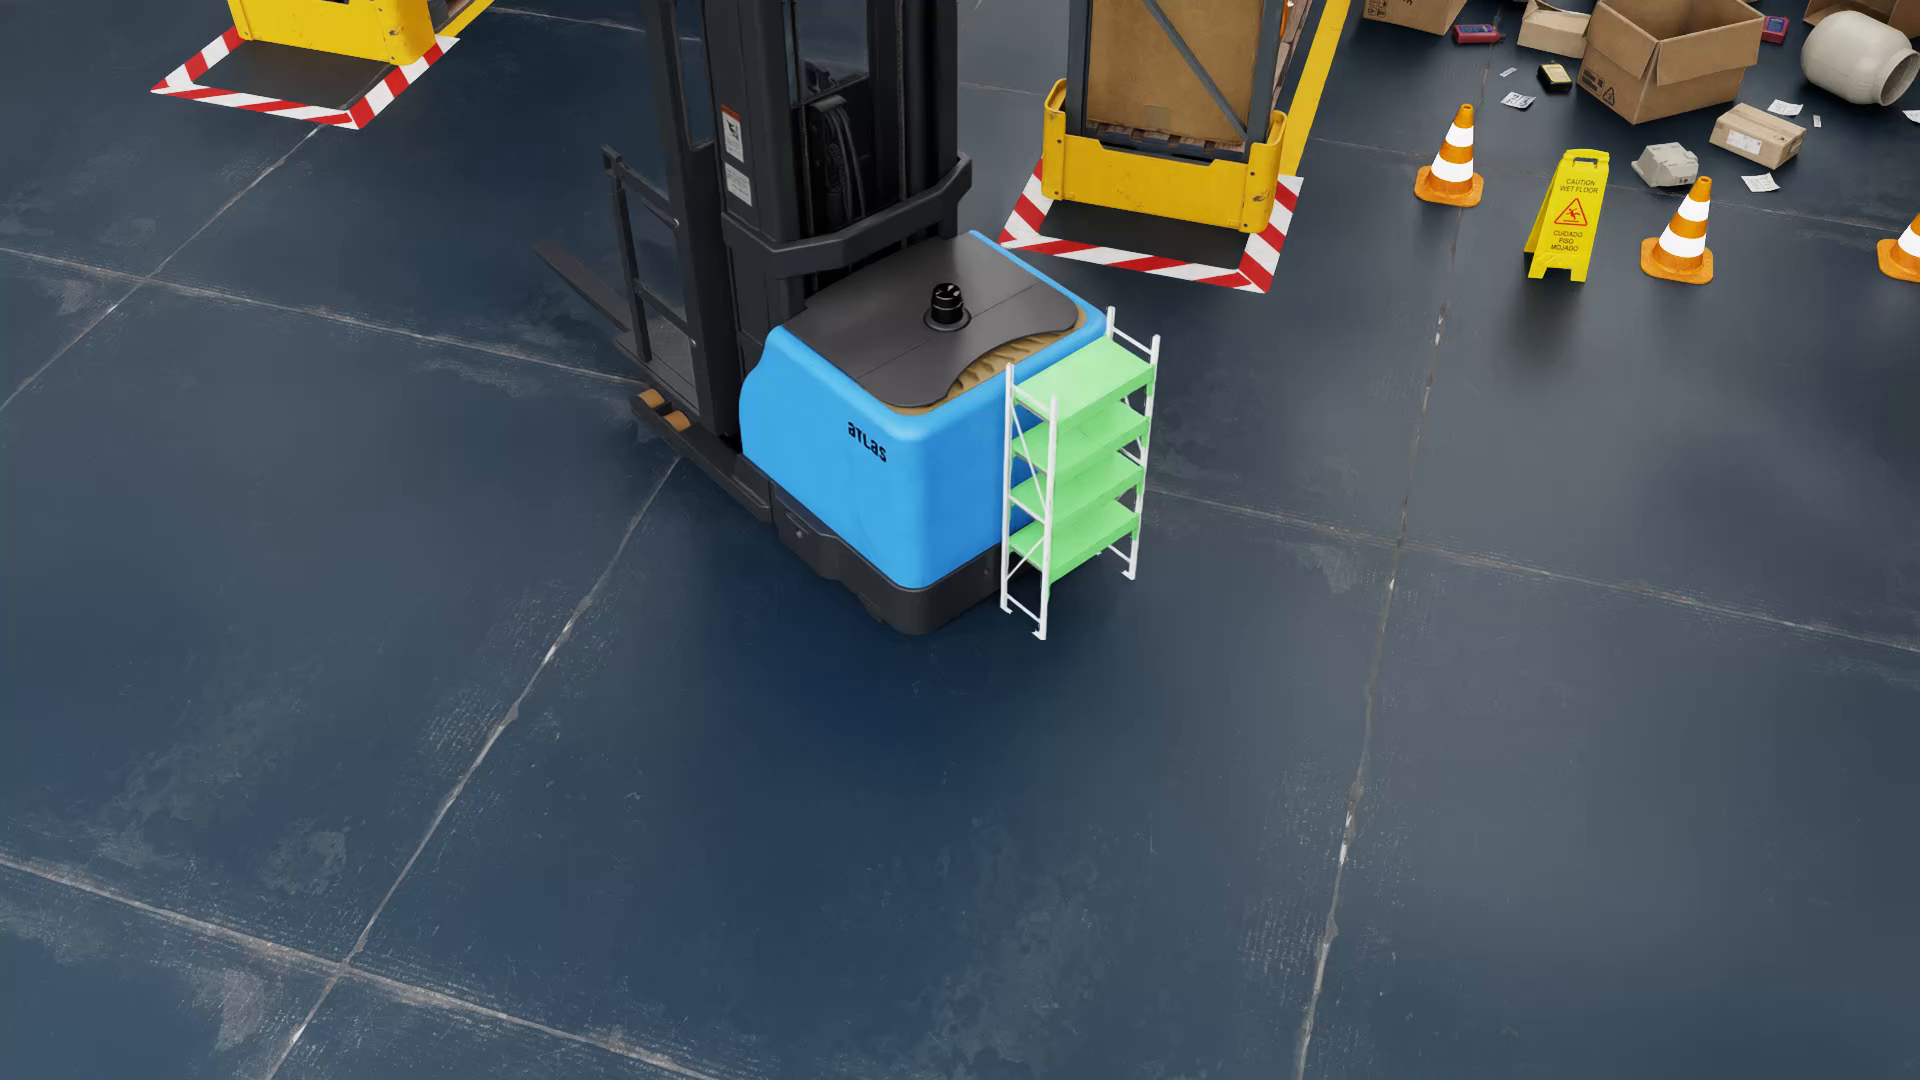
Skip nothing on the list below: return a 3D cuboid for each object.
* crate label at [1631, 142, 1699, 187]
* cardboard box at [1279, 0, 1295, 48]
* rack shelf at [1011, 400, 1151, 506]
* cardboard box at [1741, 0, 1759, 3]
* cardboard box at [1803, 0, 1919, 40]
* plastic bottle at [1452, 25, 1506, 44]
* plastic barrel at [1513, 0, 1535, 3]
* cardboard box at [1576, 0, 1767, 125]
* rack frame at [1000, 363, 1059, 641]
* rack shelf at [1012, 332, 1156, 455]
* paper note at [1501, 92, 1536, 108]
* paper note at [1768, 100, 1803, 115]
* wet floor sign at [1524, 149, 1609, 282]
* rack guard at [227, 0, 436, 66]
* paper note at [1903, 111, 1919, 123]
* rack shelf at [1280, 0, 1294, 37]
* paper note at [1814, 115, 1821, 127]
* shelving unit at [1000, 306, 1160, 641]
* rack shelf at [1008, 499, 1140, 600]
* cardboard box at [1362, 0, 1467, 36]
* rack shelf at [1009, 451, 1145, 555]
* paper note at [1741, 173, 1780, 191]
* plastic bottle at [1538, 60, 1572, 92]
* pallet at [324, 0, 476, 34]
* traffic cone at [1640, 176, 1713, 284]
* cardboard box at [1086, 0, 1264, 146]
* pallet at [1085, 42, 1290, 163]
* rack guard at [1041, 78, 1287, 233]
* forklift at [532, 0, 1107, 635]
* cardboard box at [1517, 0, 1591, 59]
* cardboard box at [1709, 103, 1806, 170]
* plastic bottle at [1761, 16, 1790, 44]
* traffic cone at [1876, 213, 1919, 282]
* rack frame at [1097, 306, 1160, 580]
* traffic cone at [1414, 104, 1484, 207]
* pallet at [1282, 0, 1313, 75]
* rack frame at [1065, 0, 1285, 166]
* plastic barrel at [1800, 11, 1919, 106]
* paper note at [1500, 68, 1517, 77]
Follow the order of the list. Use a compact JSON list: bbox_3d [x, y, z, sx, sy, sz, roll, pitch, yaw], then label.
[{"bbox_3d":[3.686,-1.949,8.644,0.250,0.136,0.298,-9,45,-9],"label":"crate label"},{"bbox_3d":[1.426,-3.291,9.188,0.875,0.875,0.875,12,46,12],"label":"cardboard box"},{"bbox_3d":[0.425,-0.347,5.995,0.480,0.148,0.258,-32,53,-28],"label":"rack shelf"},{"bbox_3d":[4.686,-3.467,10.103,0.258,0.266,0.396,-16,47,-16],"label":"cardboard box"},{"bbox_3d":[5.357,-3.214,9.676,0.500,0.500,0.500,-24,49,-22],"label":"cardboard box"},{"bbox_3d":[3.041,-2.962,9.733,0.283,0.061,0.133,-2,44,-2],"label":"plastic bottle"},{"bbox_3d":[3.349,-3.512,10.036,0.421,0.421,0.512,-24,49,-22],"label":"plastic barrel"},{"bbox_3d":[3.886,-2.681,9.130,0.797,0.503,0.637,-16,47,-16],"label":"cardboard box"},{"bbox_3d":[0.243,-0.108,6.002,0.015,1.200,0.240,-32,53,-28],"label":"rack frame"},{"bbox_3d":[0.425,-0.518,5.827,0.480,0.148,0.258,-32,53,-28],"label":"rack shelf"},{"bbox_3d":[3.099,-2.444,9.227,0.144,0.017,0.142,28,51,26],"label":"paper note"},{"bbox_3d":[4.556,-2.388,9.176,0.148,0.019,0.142,28,51,26],"label":"paper note"},{"bbox_3d":[2.897,-1.568,7.891,0.267,0.644,0.232,5,45,5],"label":"wet floor sign"},{"bbox_3d":[-3.655,-3.123,9.584,1.175,0.500,0.348,13,46,13],"label":"rack guard"},{"bbox_3d":[5.264,-2.319,9.098,0.142,0.019,0.148,-2,44,-2],"label":"paper note"},{"bbox_3d":[1.625,-3.924,9.129,1.077,0.370,4.000,13,46,13],"label":"rack shelf"},{"bbox_3d":[4.681,-2.287,9.080,0.032,0.001,0.123,13,46,13],"label":"paper note"},{"bbox_3d":[0.425,-0.221,6.118,0.503,1.200,0.258,-32,53,-28],"label":"shelving unit"},{"bbox_3d":[0.425,-0.004,6.330,0.480,0.148,0.258,-32,53,-28],"label":"rack shelf"},{"bbox_3d":[2.738,-3.369,9.834,0.500,0.500,0.500,20,48,19],"label":"cardboard box"},{"bbox_3d":[0.425,-0.175,6.163,0.480,0.148,0.258,-32,53,-28],"label":"rack shelf"},{"bbox_3d":[4.156,-1.857,8.626,0.148,0.019,0.142,-2,44,-2],"label":"paper note"},{"bbox_3d":[3.349,-2.626,9.390,0.133,0.061,0.283,-2,44,-2],"label":"plastic bottle"},{"bbox_3d":[-3.375,-3.554,10.231,1.003,0.211,1.213,13,46,13],"label":"pallet"},{"bbox_3d":[3.507,-1.528,7.981,0.336,0.463,0.334,13,46,13],"label":"traffic cone"},{"bbox_3d":[1.161,-2.704,8.588,0.875,0.875,0.875,13,46,13],"label":"cardboard box"},{"bbox_3d":[1.186,-2.401,9.052,1.003,0.211,1.213,13,46,13],"label":"pallet"},{"bbox_3d":[1.012,-1.938,8.373,1.175,0.500,0.348,13,46,13],"label":"rack guard"},{"bbox_3d":[-0.780,-1.644,6.334,1.130,2.935,3.031,-31,52,-28],"label":"forklift"},{"bbox_3d":[3.465,-3.001,9.627,0.396,0.266,0.258,20,48,19],"label":"cardboard box"},{"bbox_3d":[4.239,-2.149,8.840,0.250,0.149,0.380,-33,53,-29],"label":"cardboard box"},{"bbox_3d":[4.800,-3.020,9.792,0.133,0.061,0.283,20,48,19],"label":"plastic bottle"},{"bbox_3d":[4.668,-1.520,7.972,0.336,0.463,0.334,13,46,13],"label":"traffic cone"},{"bbox_3d":[0.608,-0.334,6.234,0.015,1.200,0.240,-32,53,-28],"label":"rack frame"},{"bbox_3d":[2.533,-1.994,8.457,0.336,0.463,0.334,13,46,13],"label":"traffic cone"},{"bbox_3d":[1.558,-3.211,9.881,1.003,0.211,1.213,13,46,13],"label":"pallet"},{"bbox_3d":[1.019,-2.848,7.515,1.000,3.000,0.127,13,46,13],"label":"rack frame"},{"bbox_3d":[4.950,-2.643,9.149,0.421,0.421,0.512,-24,49,-22],"label":"plastic barrel"},{"bbox_3d":[3.120,-2.663,9.464,0.123,0.001,0.032,-33,53,-29],"label":"paper note"}]
